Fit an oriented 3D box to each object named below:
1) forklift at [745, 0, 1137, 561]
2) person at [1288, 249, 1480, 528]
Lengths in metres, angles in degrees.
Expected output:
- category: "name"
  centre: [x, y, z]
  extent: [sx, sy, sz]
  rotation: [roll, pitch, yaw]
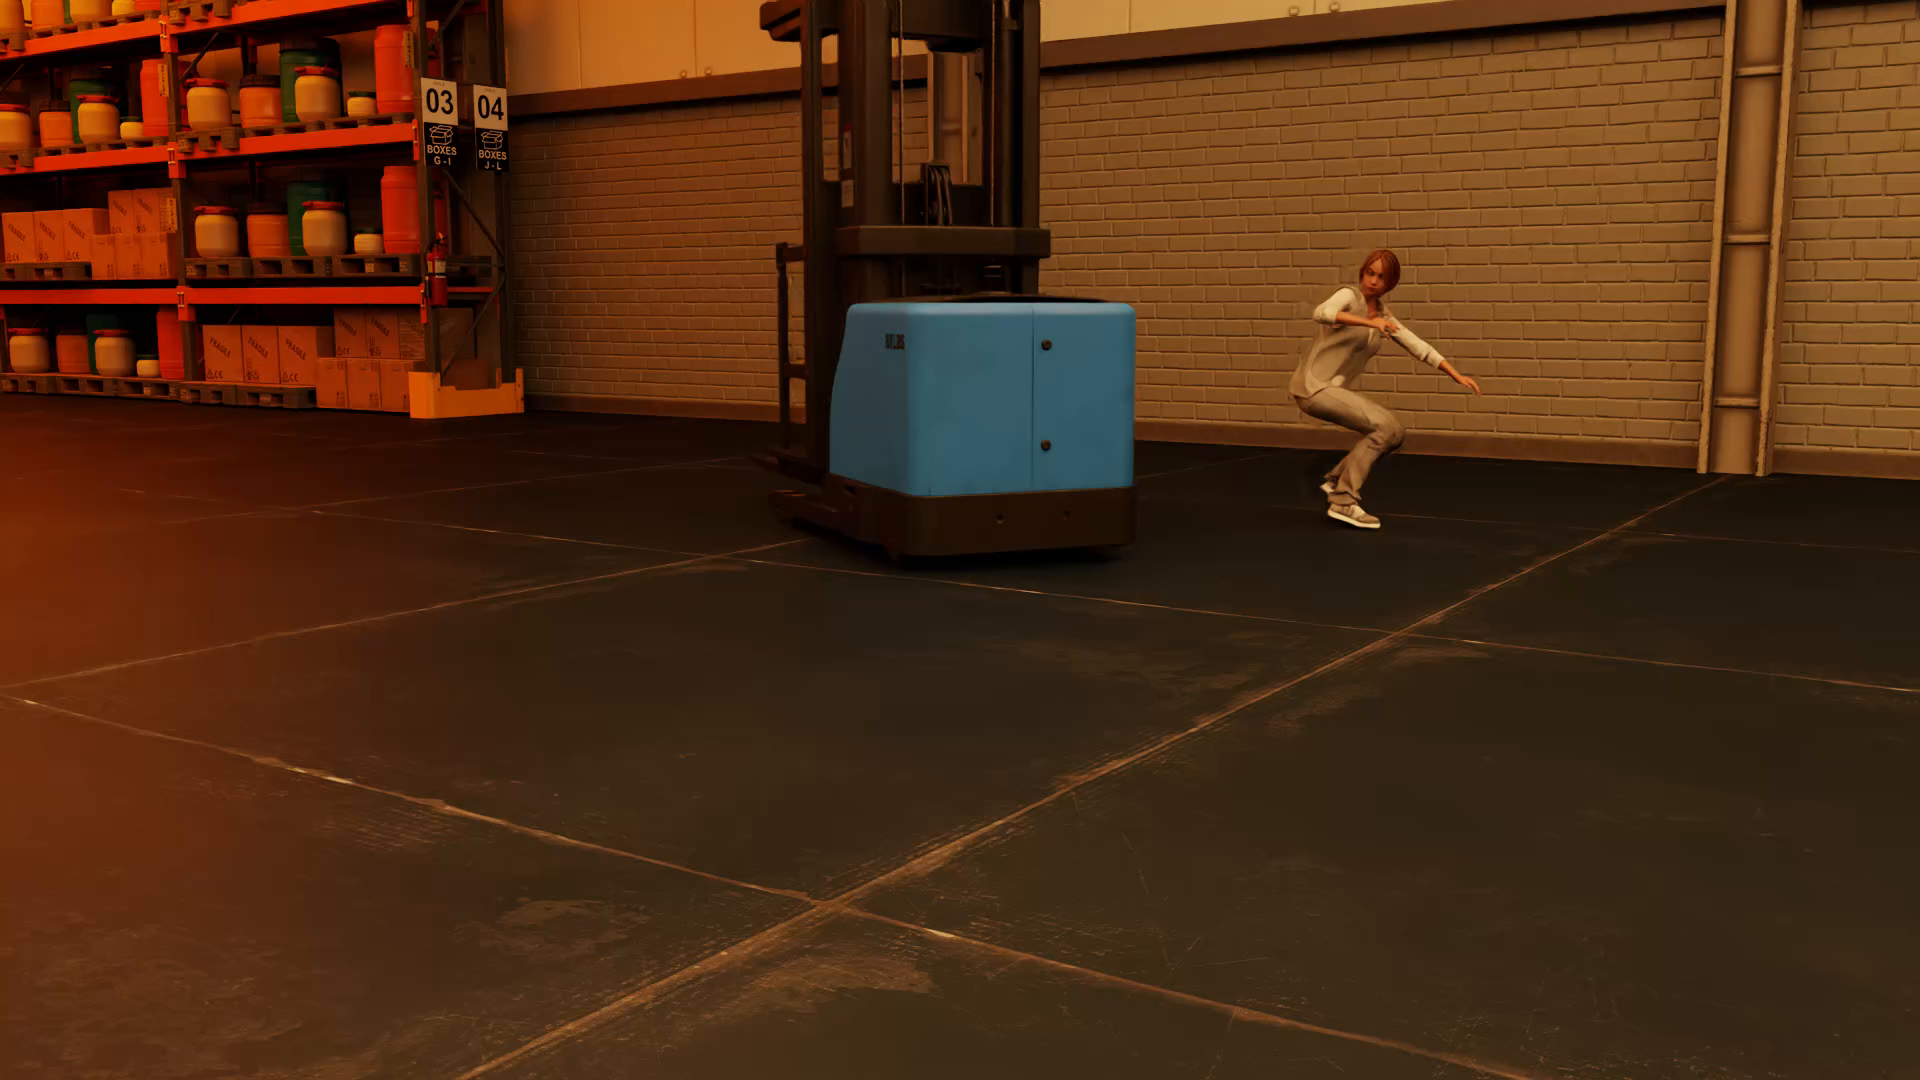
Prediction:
- category: "forklift"
  centre: [-0.302, -1.534, 7.981]
  extent: [1.130, 2.935, 3.031]
  rotation: [-3, 9, -23]
- category: "person"
  centre: [2.008, -0.720, 8.024]
  extent: [0.844, 1.322, 0.691]
  rotation: [5, 10, 33]
